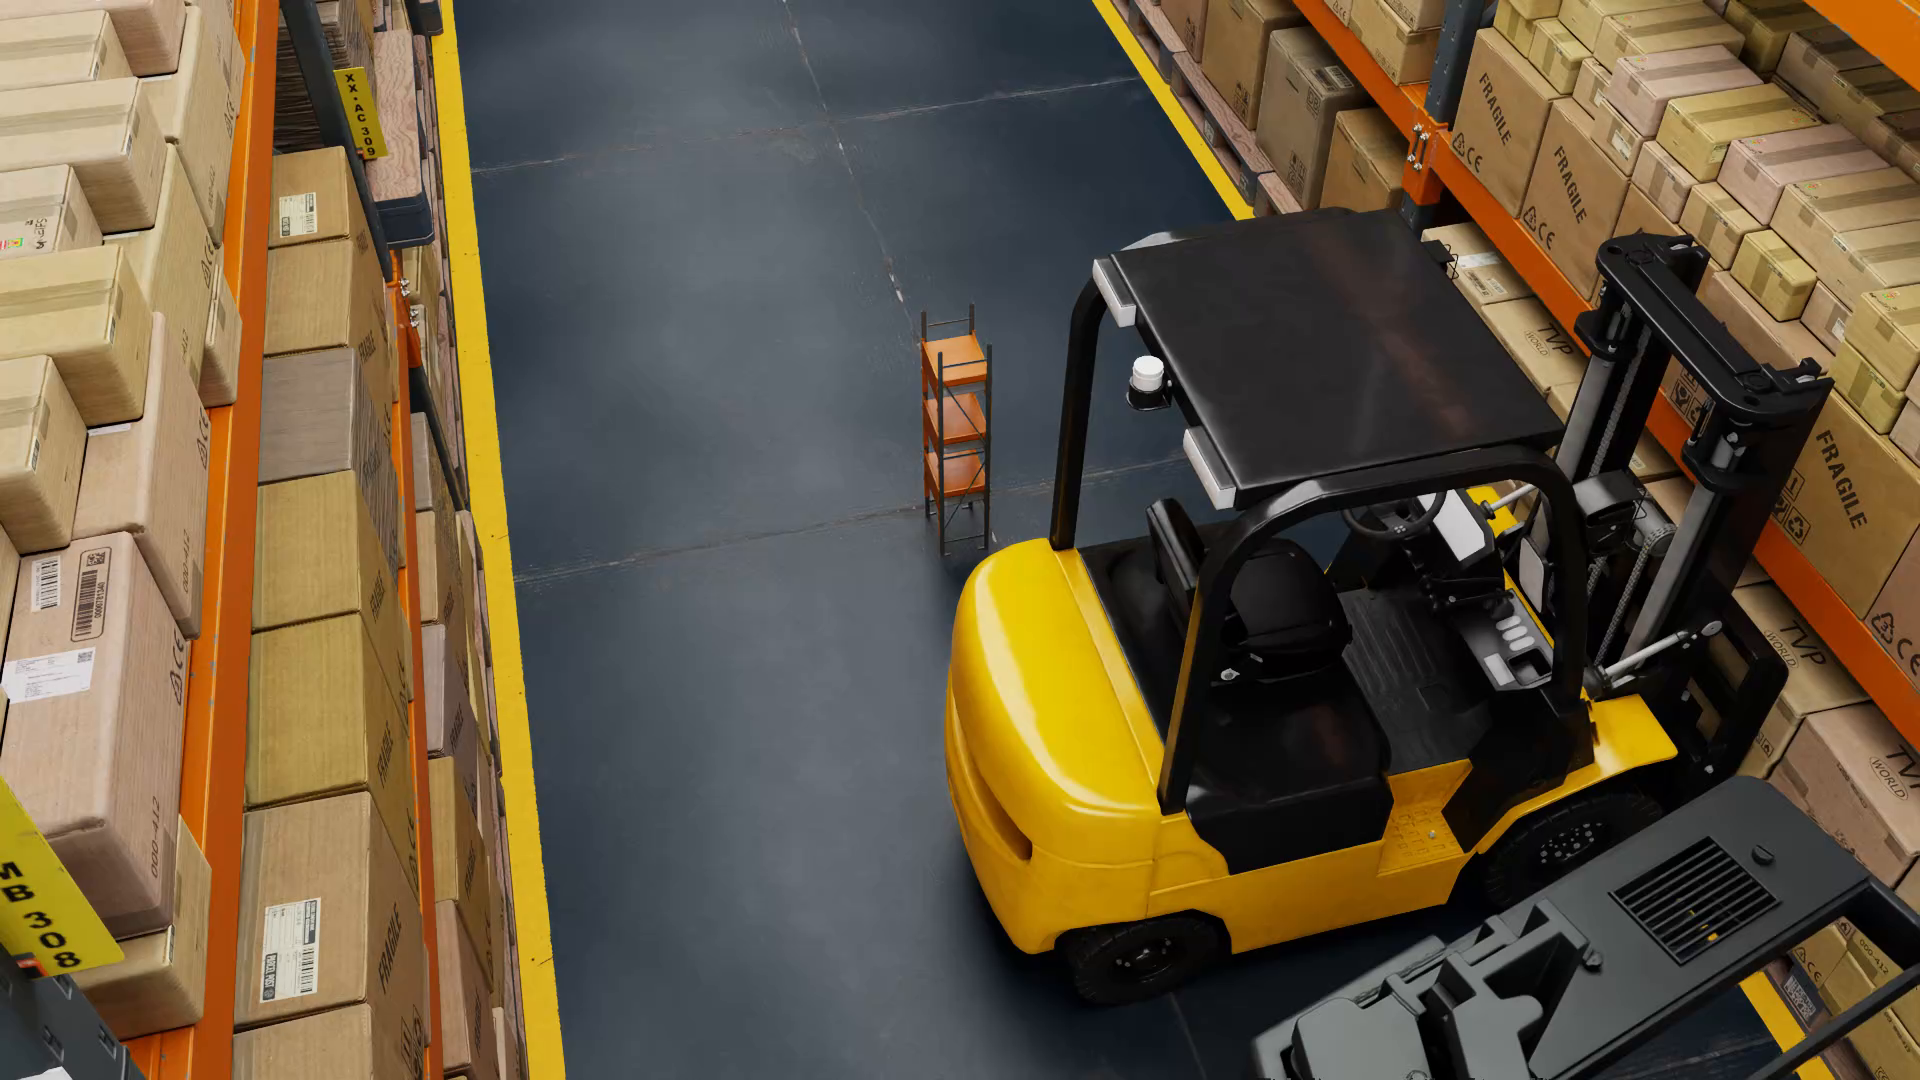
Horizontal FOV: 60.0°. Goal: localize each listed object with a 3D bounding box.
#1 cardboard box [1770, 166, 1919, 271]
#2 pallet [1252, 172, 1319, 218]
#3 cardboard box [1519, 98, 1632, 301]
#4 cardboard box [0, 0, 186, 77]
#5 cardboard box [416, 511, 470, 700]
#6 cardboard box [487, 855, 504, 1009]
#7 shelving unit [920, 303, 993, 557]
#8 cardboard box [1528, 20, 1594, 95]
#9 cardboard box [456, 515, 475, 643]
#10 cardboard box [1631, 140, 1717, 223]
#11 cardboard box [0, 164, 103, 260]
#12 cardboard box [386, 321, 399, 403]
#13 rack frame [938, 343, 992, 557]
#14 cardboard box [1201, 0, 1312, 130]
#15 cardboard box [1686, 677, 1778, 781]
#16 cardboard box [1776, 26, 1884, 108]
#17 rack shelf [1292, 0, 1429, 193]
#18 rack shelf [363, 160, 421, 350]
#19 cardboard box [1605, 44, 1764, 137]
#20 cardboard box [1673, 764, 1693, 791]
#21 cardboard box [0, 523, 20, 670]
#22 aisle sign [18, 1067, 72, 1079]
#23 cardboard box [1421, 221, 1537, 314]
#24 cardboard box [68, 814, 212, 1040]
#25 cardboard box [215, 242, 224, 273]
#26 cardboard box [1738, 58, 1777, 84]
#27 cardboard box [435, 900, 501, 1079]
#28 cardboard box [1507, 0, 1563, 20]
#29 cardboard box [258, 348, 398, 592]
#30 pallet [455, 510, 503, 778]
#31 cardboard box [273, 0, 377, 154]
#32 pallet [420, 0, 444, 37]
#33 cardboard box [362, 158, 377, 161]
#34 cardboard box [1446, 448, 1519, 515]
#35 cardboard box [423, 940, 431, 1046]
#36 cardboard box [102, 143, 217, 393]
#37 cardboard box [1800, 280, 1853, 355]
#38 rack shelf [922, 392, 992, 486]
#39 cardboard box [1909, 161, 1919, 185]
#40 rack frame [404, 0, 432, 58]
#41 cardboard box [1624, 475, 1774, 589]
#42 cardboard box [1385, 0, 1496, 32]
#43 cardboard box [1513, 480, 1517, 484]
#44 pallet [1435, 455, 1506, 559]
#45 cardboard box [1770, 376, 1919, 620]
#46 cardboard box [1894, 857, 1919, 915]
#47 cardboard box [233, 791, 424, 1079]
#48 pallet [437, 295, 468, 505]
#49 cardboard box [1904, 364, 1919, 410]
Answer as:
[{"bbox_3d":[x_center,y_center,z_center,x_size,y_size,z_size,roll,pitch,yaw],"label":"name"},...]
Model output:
[{"bbox_3d":[2.611,-0.932,4.831,0.380,0.149,0.250,-11,47,-10],"label":"cardboard box"},{"bbox_3d":[2.103,-1.410,7.984,1.003,0.211,1.213,-11,47,-10],"label":"pallet"},{"bbox_3d":[2.339,-1.209,5.764,0.500,0.500,0.500,-10,46,-10],"label":"cardboard box"},{"bbox_3d":[-1.687,-0.983,3.131,0.380,0.149,0.250,-10,46,-10],"label":"cardboard box"},{"bbox_3d":[-1.926,0.289,5.473,0.500,0.500,0.500,-10,46,-10],"label":"cardboard box"},{"bbox_3d":[-1.659,1.267,5.039,0.500,0.250,0.500,-8,46,-8],"label":"cardboard box"},{"bbox_3d":[-0.014,-0.404,6.411,0.215,1.050,0.252,-11,47,-10],"label":"shelving unit"},{"bbox_3d":[2.224,-1.700,5.791,0.380,0.149,0.250,-10,46,-9],"label":"cardboard box"},{"bbox_3d":[-2.057,0.200,6.085,0.500,0.250,0.500,-9,46,-9],"label":"cardboard box"},{"bbox_3d":[2.375,-1.160,5.262,0.380,0.149,0.250,-11,47,-11],"label":"cardboard box"},{"bbox_3d":[-1.571,-0.432,2.590,0.380,0.149,0.250,-11,47,-11],"label":"cardboard box"},{"bbox_3d":[-2.021,-0.549,5.364,0.380,0.149,0.250,-10,46,-9],"label":"cardboard box"},{"bbox_3d":[0.017,-0.320,6.329,0.200,1.050,0.008,-11,47,-10],"label":"rack frame"},{"bbox_3d":[1.799,-2.614,8.580,0.875,0.625,0.625,-12,47,-12],"label":"cardboard box"},{"bbox_3d":[2.656,0.538,5.404,0.500,0.250,0.500,-12,47,-11],"label":"cardboard box"},{"bbox_3d":[2.932,-1.563,5.449,0.380,0.149,0.250,-12,47,-11],"label":"cardboard box"},{"bbox_3d":[1.817,-3.013,8.107,1.077,0.370,4.000,-11,47,-10],"label":"rack shelf"},{"bbox_3d":[-2.980,-2.103,7.215,1.077,0.370,4.000,-11,47,-10],"label":"rack shelf"},{"bbox_3d":[2.319,-1.441,5.330,0.380,0.149,0.250,-10,46,-9],"label":"cardboard box"},{"bbox_3d":[2.690,0.734,5.562,0.500,0.250,0.500,-10,46,-10],"label":"cardboard box"},{"bbox_3d":[-1.418,0.093,2.076,0.380,0.149,0.250,-11,47,-10],"label":"cardboard box"},{"bbox_3d":[-1.129,0.864,1.983,0.394,0.787,0.004,-11,47,-10],"label":"aisle sign"},{"bbox_3d":[2.149,-1.028,6.588,0.500,0.250,0.500,-11,47,-11],"label":"cardboard box"},{"bbox_3d":[-1.215,0.537,2.199,0.380,0.149,0.250,-11,47,-10],"label":"cardboard box"},{"bbox_3d":[-1.657,-0.529,3.244,0.380,0.149,0.250,-12,47,-11],"label":"cardboard box"},{"bbox_3d":[2.817,-1.621,5.714,0.380,0.149,0.250,-10,46,-9],"label":"cardboard box"},{"bbox_3d":[-1.528,1.356,4.427,0.500,0.500,0.500,-12,47,-12],"label":"cardboard box"},{"bbox_3d":[2.124,-1.976,5.854,0.380,0.149,0.250,-10,46,-10],"label":"cardboard box"},{"bbox_3d":[-1.839,-0.140,4.509,0.500,0.500,0.500,-10,46,-9],"label":"cardboard box"},{"bbox_3d":[-2.262,0.459,6.152,1.003,0.211,1.213,-11,47,-10],"label":"pallet"},{"bbox_3d":[-2.311,-1.636,5.681,0.500,0.500,0.500,-10,46,-9],"label":"cardboard box"},{"bbox_3d":[-3.621,-3.318,9.854,1.003,0.211,1.213,-11,47,-10],"label":"pallet"},{"bbox_3d":[-2.305,-1.473,5.975,0.380,0.149,0.250,-10,46,-10],"label":"cardboard box"},{"bbox_3d":[2.278,-0.327,6.601,0.500,0.250,0.500,-12,47,-11],"label":"cardboard box"},{"bbox_3d":[-1.420,1.050,3.797,0.380,0.149,0.250,-10,46,-10],"label":"cardboard box"},{"bbox_3d":[-1.591,-0.412,2.850,0.500,0.250,0.500,-9,46,-9],"label":"cardboard box"},{"bbox_3d":[2.664,-0.643,4.756,0.380,0.149,0.250,-11,47,-11],"label":"cardboard box"},{"bbox_3d":[-0.014,-0.397,6.419,0.215,0.259,0.240,-11,47,-10],"label":"rack shelf"},{"bbox_3d":[3.034,-1.015,4.912,0.380,0.149,0.250,-9,46,-9],"label":"cardboard box"},{"bbox_3d":[-3.492,-3.736,8.311,1.000,3.000,0.127,-11,47,-10],"label":"rack frame"},{"bbox_3d":[2.536,0.033,5.549,0.500,0.250,0.500,-12,47,-11],"label":"cardboard box"},{"bbox_3d":[1.956,-2.299,6.658,0.500,0.250,0.500,-12,47,-11],"label":"cardboard box"},{"bbox_3d":[2.285,-0.506,6.427,0.500,0.250,0.500,-11,47,-11],"label":"cardboard box"},{"bbox_3d":[2.492,-0.352,6.947,1.003,0.211,1.213,-11,47,-10],"label":"pallet"},{"bbox_3d":[2.718,-0.163,4.740,0.500,0.500,0.500,-12,47,-11],"label":"cardboard box"},{"bbox_3d":[2.934,1.082,4.521,0.500,0.250,0.500,-9,46,-9],"label":"cardboard box"},{"bbox_3d":[-1.433,0.914,3.476,0.500,0.500,0.500,-9,46,-9],"label":"cardboard box"},{"bbox_3d":[-2.669,-0.535,7.127,1.003,0.211,1.213,-11,47,-10],"label":"pallet"},{"bbox_3d":[2.705,-0.383,4.293,0.380,0.149,0.250,-10,46,-9],"label":"cardboard box"}]
